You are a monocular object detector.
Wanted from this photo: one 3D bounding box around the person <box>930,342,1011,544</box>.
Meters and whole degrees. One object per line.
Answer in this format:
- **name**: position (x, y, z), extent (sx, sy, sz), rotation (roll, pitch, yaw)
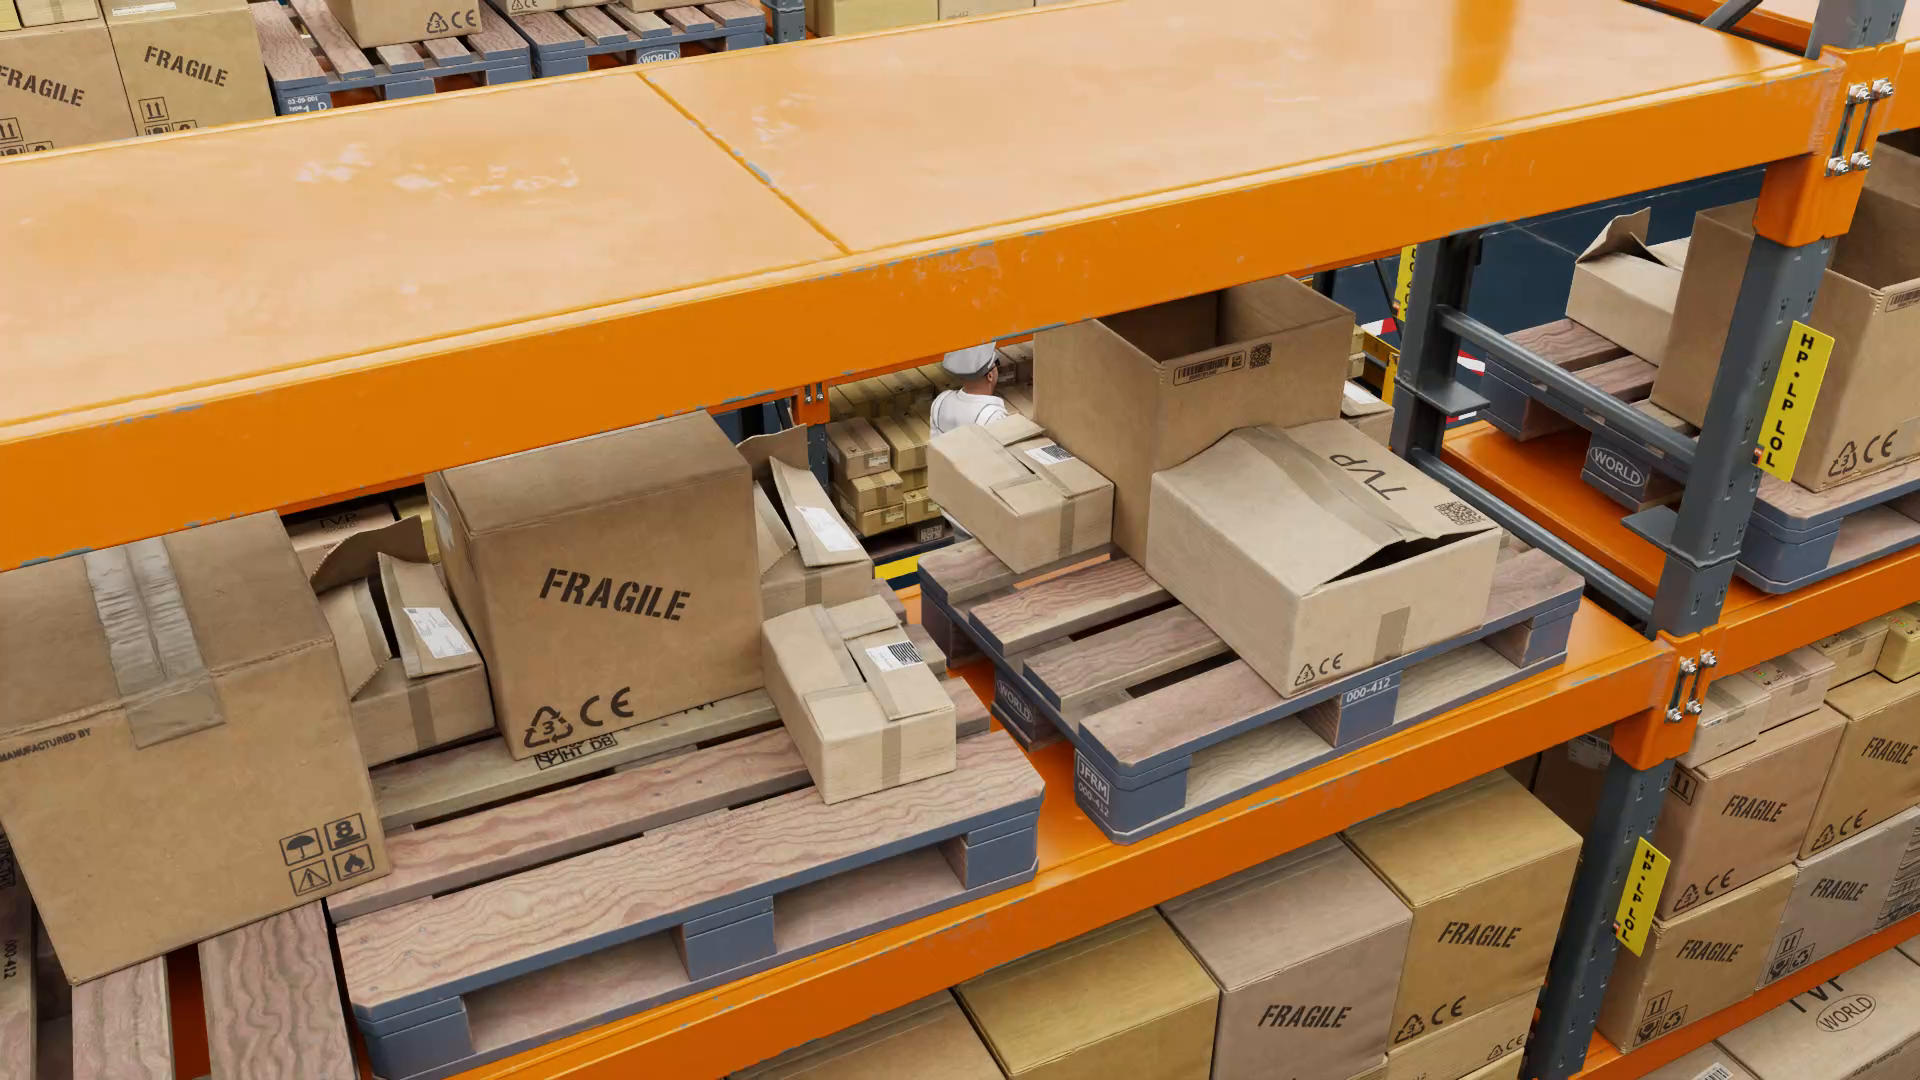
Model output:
- **person**: position (0.199, -0.172, 7.833), extent (0.575, 1.780, 0.640), rotation (-25, 41, -34)
